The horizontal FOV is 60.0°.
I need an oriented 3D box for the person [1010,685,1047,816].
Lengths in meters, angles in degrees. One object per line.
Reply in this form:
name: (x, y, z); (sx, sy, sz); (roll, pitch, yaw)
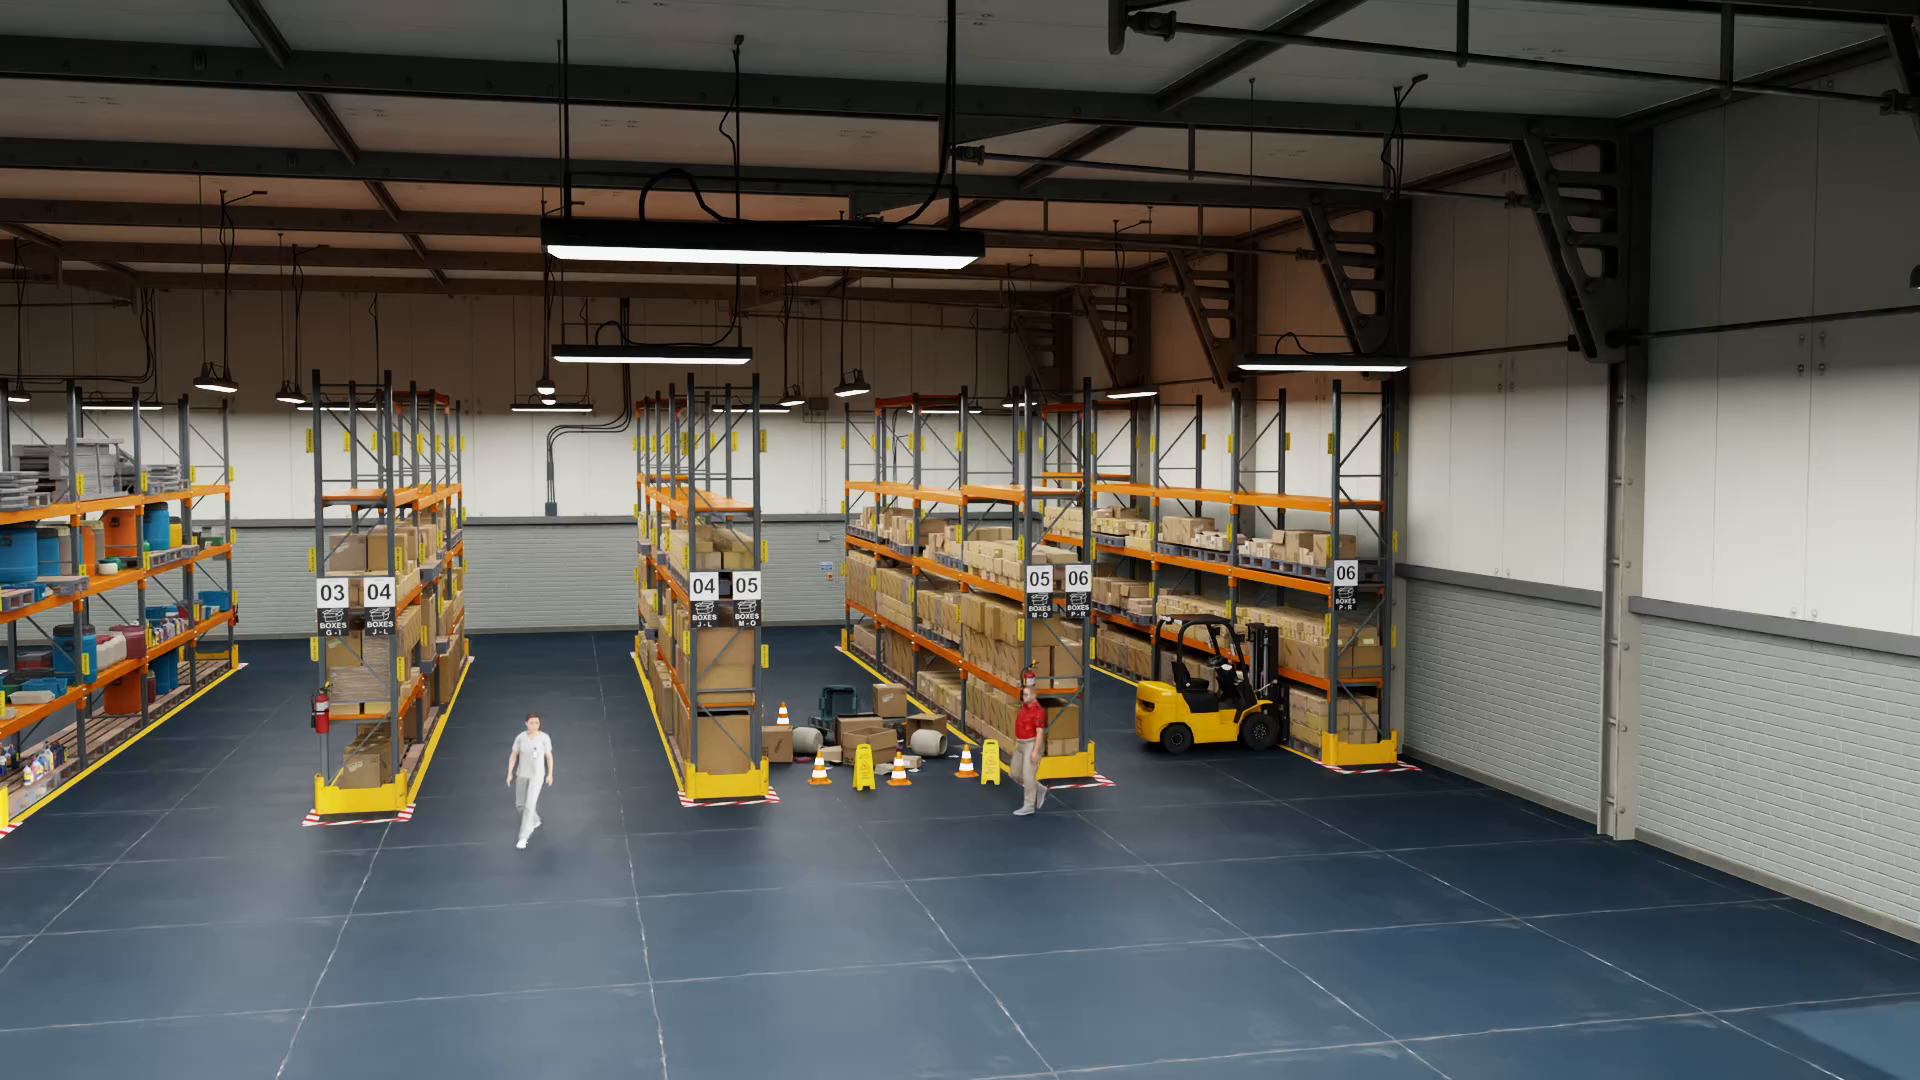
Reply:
person: (0.946, 2.828, 22.545); (0.626, 1.726, 0.596); (-2, 4, -26)

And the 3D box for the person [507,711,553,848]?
person: (-5.405, 2.975, 20.930); (0.517, 1.638, 0.890); (0, 3, -1)
